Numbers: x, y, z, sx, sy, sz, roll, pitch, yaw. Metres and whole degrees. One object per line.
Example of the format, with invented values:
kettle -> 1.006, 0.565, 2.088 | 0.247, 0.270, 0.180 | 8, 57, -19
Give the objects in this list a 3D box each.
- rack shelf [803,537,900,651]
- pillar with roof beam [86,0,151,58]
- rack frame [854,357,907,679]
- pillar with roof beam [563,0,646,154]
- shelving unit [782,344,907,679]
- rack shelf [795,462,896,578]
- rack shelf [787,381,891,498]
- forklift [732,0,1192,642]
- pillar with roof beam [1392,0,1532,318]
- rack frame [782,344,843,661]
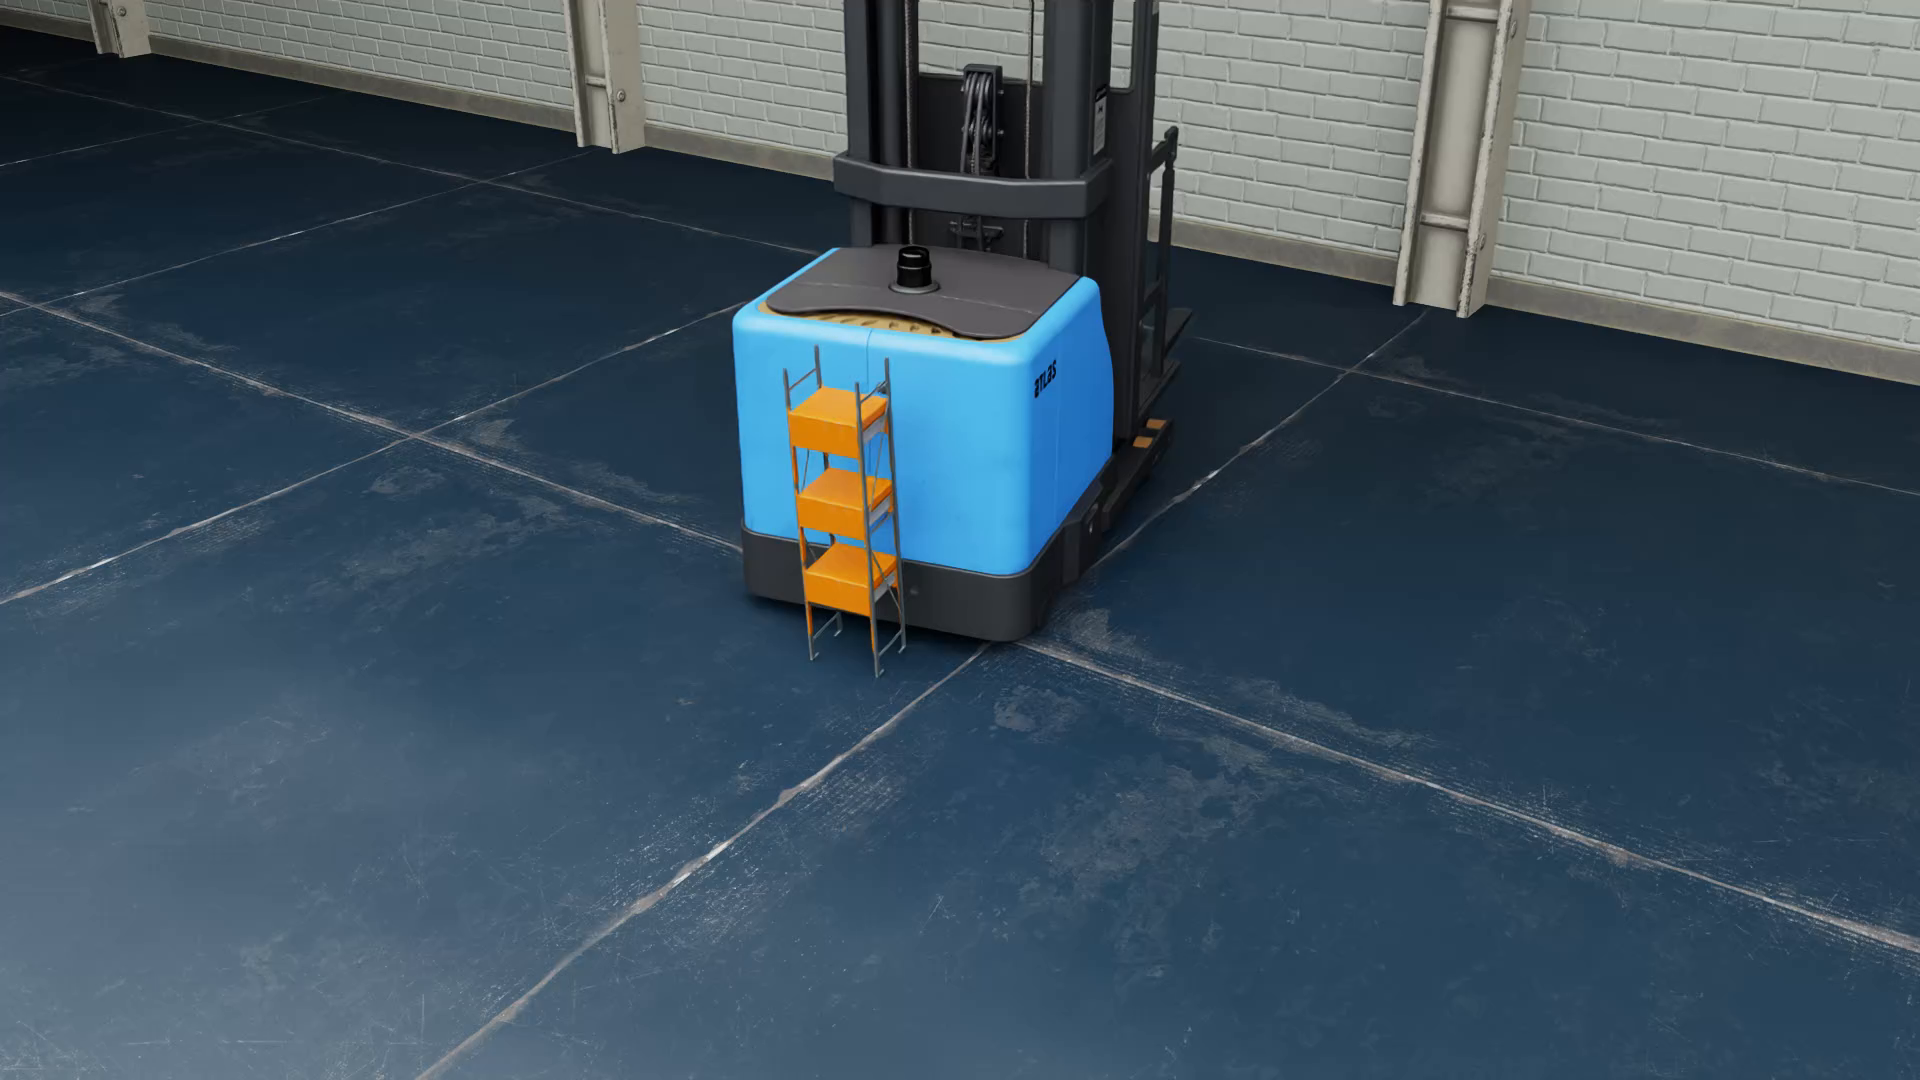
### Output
rack shelf -> -0.342, 0.172, 5.372 | 0.240, 0.259, 0.215 | 13, 34, 23
pillar with roof beam -> -9.826, -6.720, 9.532 | 0.400, 9.000, 9.100 | 17, 32, 30
rack frame -> -0.243, -0.051, 5.176 | 0.008, 1.050, 0.200 | 13, 34, 23
pillar with roof beam -> -4.881, -5.179, 6.505 | 0.400, 9.000, 9.100 | 17, 32, 30
shelving unit -> -0.352, -0.075, 5.224 | 0.252, 1.050, 0.215 | 13, 34, 23
rack shelf -> -0.352, -0.066, 5.230 | 0.240, 0.259, 0.215 | 13, 34, 23
rack shelf -> -0.361, -0.310, 5.085 | 0.240, 0.259, 0.215 | 13, 34, 23
forklift -> 0.248, -1.621, 6.204 | 1.130, 2.935, 3.031 | 10, 29, 18
pillar with roof beam -> 0.065, -3.638, 3.477 | 0.400, 9.000, 9.100 | 17, 32, 30
rack frame -> -0.461, -0.100, 5.273 | 0.008, 1.050, 0.200 | 13, 34, 23
